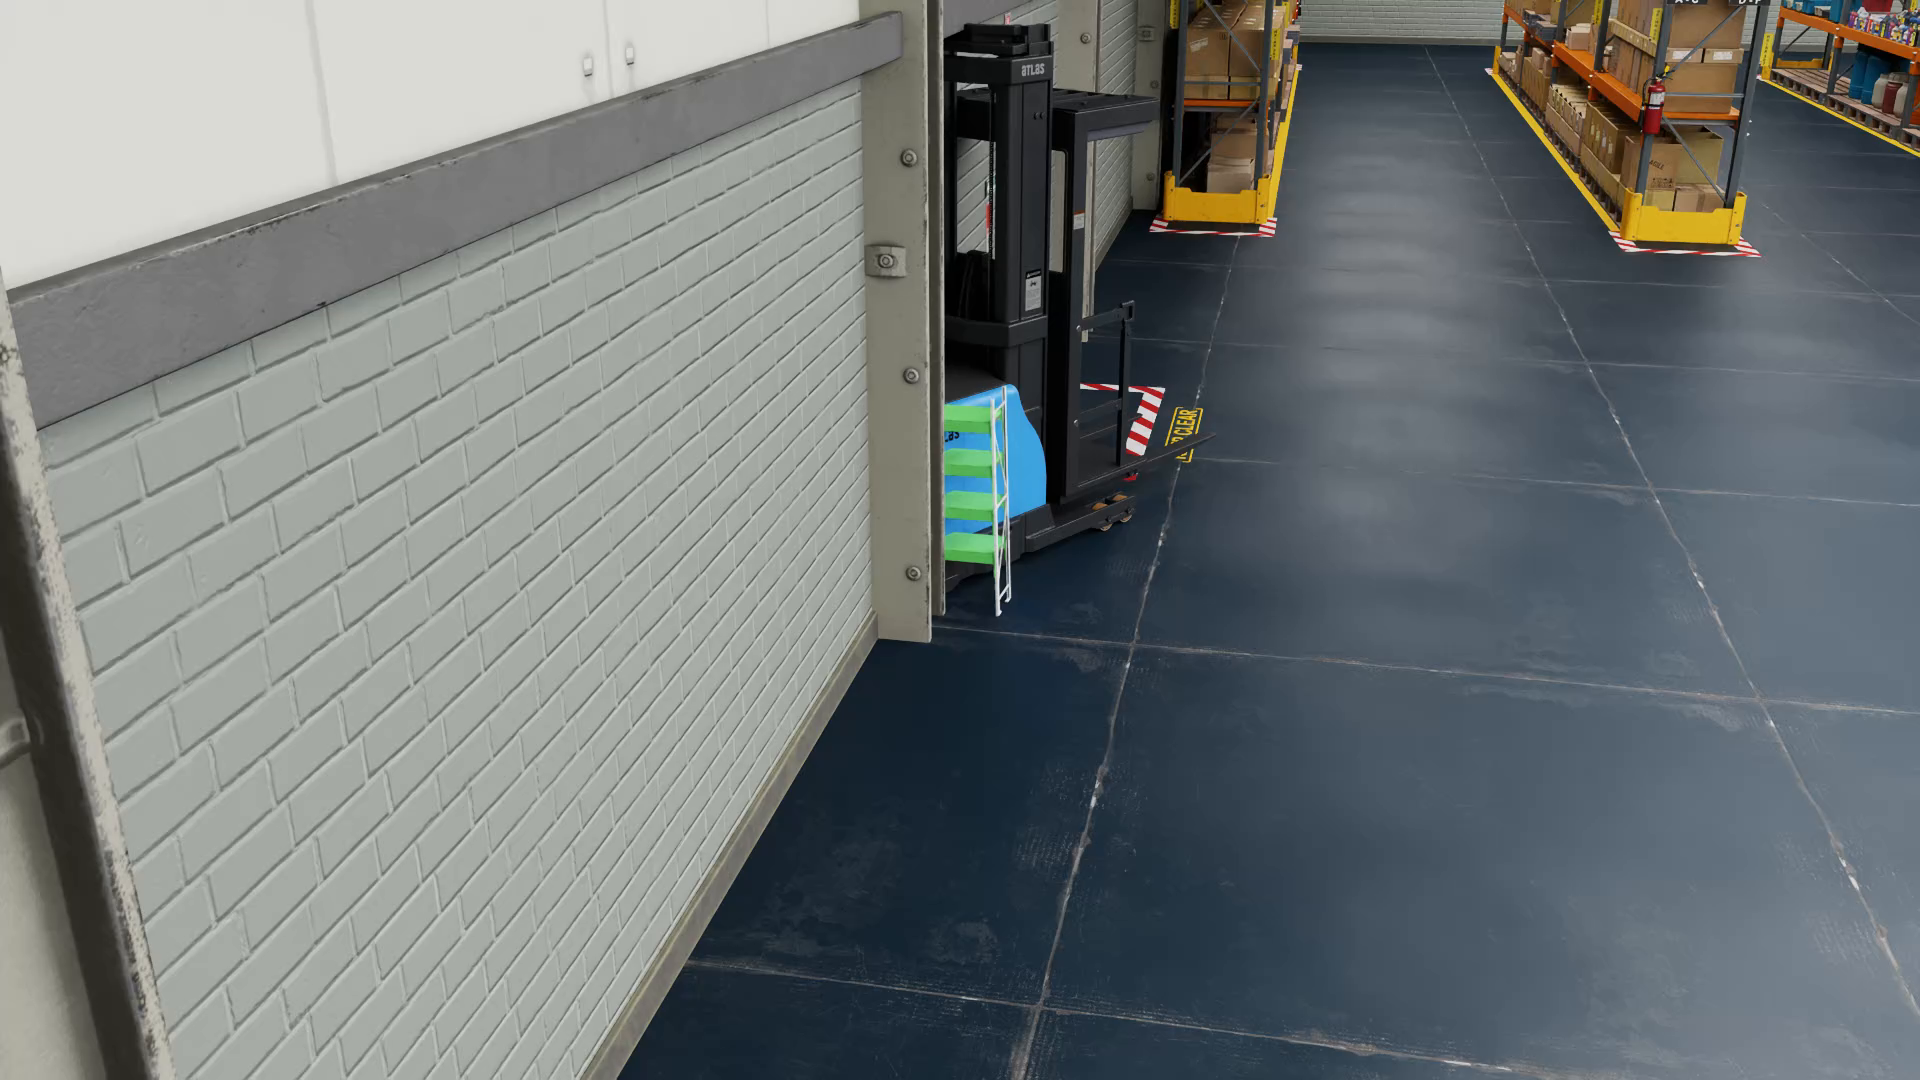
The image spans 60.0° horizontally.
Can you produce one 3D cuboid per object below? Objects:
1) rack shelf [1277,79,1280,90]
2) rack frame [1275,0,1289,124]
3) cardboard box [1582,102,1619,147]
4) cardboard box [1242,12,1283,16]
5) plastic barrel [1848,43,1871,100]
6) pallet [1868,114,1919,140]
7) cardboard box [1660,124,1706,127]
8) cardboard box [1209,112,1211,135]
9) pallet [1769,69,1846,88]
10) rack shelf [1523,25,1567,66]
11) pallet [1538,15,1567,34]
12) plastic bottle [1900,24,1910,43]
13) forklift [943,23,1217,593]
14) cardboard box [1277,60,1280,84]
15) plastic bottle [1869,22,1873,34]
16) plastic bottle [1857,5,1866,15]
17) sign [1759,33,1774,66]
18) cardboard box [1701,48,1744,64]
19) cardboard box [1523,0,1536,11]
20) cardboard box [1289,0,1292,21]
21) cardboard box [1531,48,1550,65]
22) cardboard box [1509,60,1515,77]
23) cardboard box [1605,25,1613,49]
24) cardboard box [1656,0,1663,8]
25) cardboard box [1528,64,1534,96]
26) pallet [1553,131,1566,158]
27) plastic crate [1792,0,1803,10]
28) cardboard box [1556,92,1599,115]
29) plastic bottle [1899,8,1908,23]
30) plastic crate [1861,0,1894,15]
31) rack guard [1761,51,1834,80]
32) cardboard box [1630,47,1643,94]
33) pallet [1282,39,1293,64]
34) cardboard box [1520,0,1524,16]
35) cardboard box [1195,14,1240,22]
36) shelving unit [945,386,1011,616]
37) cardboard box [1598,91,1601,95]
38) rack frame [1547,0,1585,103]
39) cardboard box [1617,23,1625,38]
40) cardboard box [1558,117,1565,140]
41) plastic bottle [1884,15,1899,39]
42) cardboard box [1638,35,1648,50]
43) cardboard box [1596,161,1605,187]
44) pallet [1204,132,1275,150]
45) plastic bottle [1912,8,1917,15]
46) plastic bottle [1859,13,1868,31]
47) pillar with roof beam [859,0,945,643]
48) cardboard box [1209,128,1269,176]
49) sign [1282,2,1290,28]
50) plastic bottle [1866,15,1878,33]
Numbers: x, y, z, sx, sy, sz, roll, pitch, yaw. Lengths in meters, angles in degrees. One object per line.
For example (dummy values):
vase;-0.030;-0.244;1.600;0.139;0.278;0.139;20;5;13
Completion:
rack shelf;4.108;-6.875;23.872;1.077;0.370;4.000;4;22;11
rack frame;4.516;-7.940;25.554;1.000;3.000;0.127;4;22;11
cardboard box;8.149;-5.223;20.921;0.500;0.500;0.500;4;22;11
cardboard box;3.697;-6.202;20.408;0.500;0.500;0.500;4;22;9
plastic barrel;14.903;-7.672;27.134;0.600;0.901;0.708;4;22;11
pallet;14.335;-6.183;24.923;1.003;0.211;1.213;4;22;11
cardboard box;8.370;-4.633;19.457;0.500;0.500;0.500;4;22;11
cardboard box;3.890;-5.985;23.457;0.700;0.500;0.500;4;22;10
pallet;15.641;-8.519;30.723;1.003;0.211;1.213;4;22;11
rack shelf;9.774;-7.962;26.570;1.077;0.370;4.000;4;22;11
pallet;9.759;-8.187;26.422;1.003;0.211;1.213;4;22;11
plastic bottle;14.008;-7.502;24.638;0.097;0.271;0.097;0;22;0
forklift;0.427;-1.531;9.731;1.130;2.935;3.031;19;29;39
cardboard box;3.601;-5.670;20.091;0.500;0.250;0.500;5;22;11
plastic bottle;14.324;-8.037;26.059;0.097;0.201;0.097;0;22;0
plastic bottle;14.633;-8.506;27.025;0.144;0.351;0.185;4;22;11
sign;8.276;-5.032;17.068;0.100;0.325;0.005;4;22;11
cardboard box;8.025;-5.113;17.531;0.380;0.149;0.250;4;22;11
cardboard box;9.867;-9.112;27.767;0.700;0.500;0.500;-3;22;-7
cardboard box;4.982;-8.483;26.342;0.500;0.500;0.500;5;23;13
cardboard box;9.641;-7.895;27.195;0.500;0.250;0.500;5;22;11
cardboard box;10.174;-8.488;29.924;0.500;0.311;0.500;4;22;11
cardboard box;8.830;-6.620;22.141;0.500;0.500;0.500;6;23;15
cardboard box;7.954;-5.668;18.042;0.700;0.500;0.500;4;22;10
cardboard box;9.638;-7.535;27.305;0.500;0.500;0.500;5;22;12
pallet;8.909;-5.528;23.296;1.003;0.211;1.213;4;22;11
plastic crate;15.340;-9.755;30.204;0.416;0.233;0.300;4;22;11
cardboard box;8.767;-6.195;23.589;0.500;0.311;0.500;4;22;9
plastic bottle;15.022;-8.275;26.451;0.144;0.351;0.185;4;22;11
plastic crate;15.459;-9.013;28.051;0.402;0.464;0.583;4;22;11
rack guard;15.839;-8.961;31.434;1.175;0.500;0.348;4;22;11
cardboard box;8.155;-5.421;19.164;0.700;0.500;0.500;5;23;13
pallet;3.998;-6.657;22.624;1.003;0.211;1.213;4;22;11
cardboard box;10.137;-9.464;29.204;0.500;0.500;0.500;5;22;12
cardboard box;3.088;-6.048;20.024;0.500;0.500;0.500;5;22;12
shelving unit;-0.019;-0.216;8.779;0.503;1.200;0.258;5;23;17
cardboard box;9.401;-6.343;23.955;0.500;0.311;0.500;4;22;10
rack frame;9.366;-7.564;24.620;1.000;3.000;0.127;4;22;11
cardboard box;8.204;-6.178;20.177;0.380;0.149;0.250;4;22;10
cardboard box;8.665;-5.752;23.239;0.500;0.250;0.500;5;22;12
plastic bottle;14.186;-7.816;25.310;0.144;0.351;0.185;4;22;11
cardboard box;7.888;-5.613;18.774;0.380;0.149;0.250;5;22;12
cardboard box;7.848;-4.326;19.697;0.500;0.250;0.500;4;22;11
pallet;3.857;-5.469;23.150;1.003;0.211;1.213;4;22;11
plastic bottle;15.164;-8.264;26.424;0.144;0.351;0.185;4;22;11
plastic bottle;14.438;-8.274;26.554;0.097;0.271;0.097;0;22;0
pillar with roof beam;3.945;-3.402;6.256;9.100;9.000;0.400;4;22;11
cardboard box;3.428;-4.778;20.460;0.700;0.500;0.500;3;22;8
sign;4.233;-6.840;21.664;0.100;0.325;0.005;4;22;11
plastic bottle;14.374;-8.111;26.145;0.152;0.276;0.135;4;22;11
